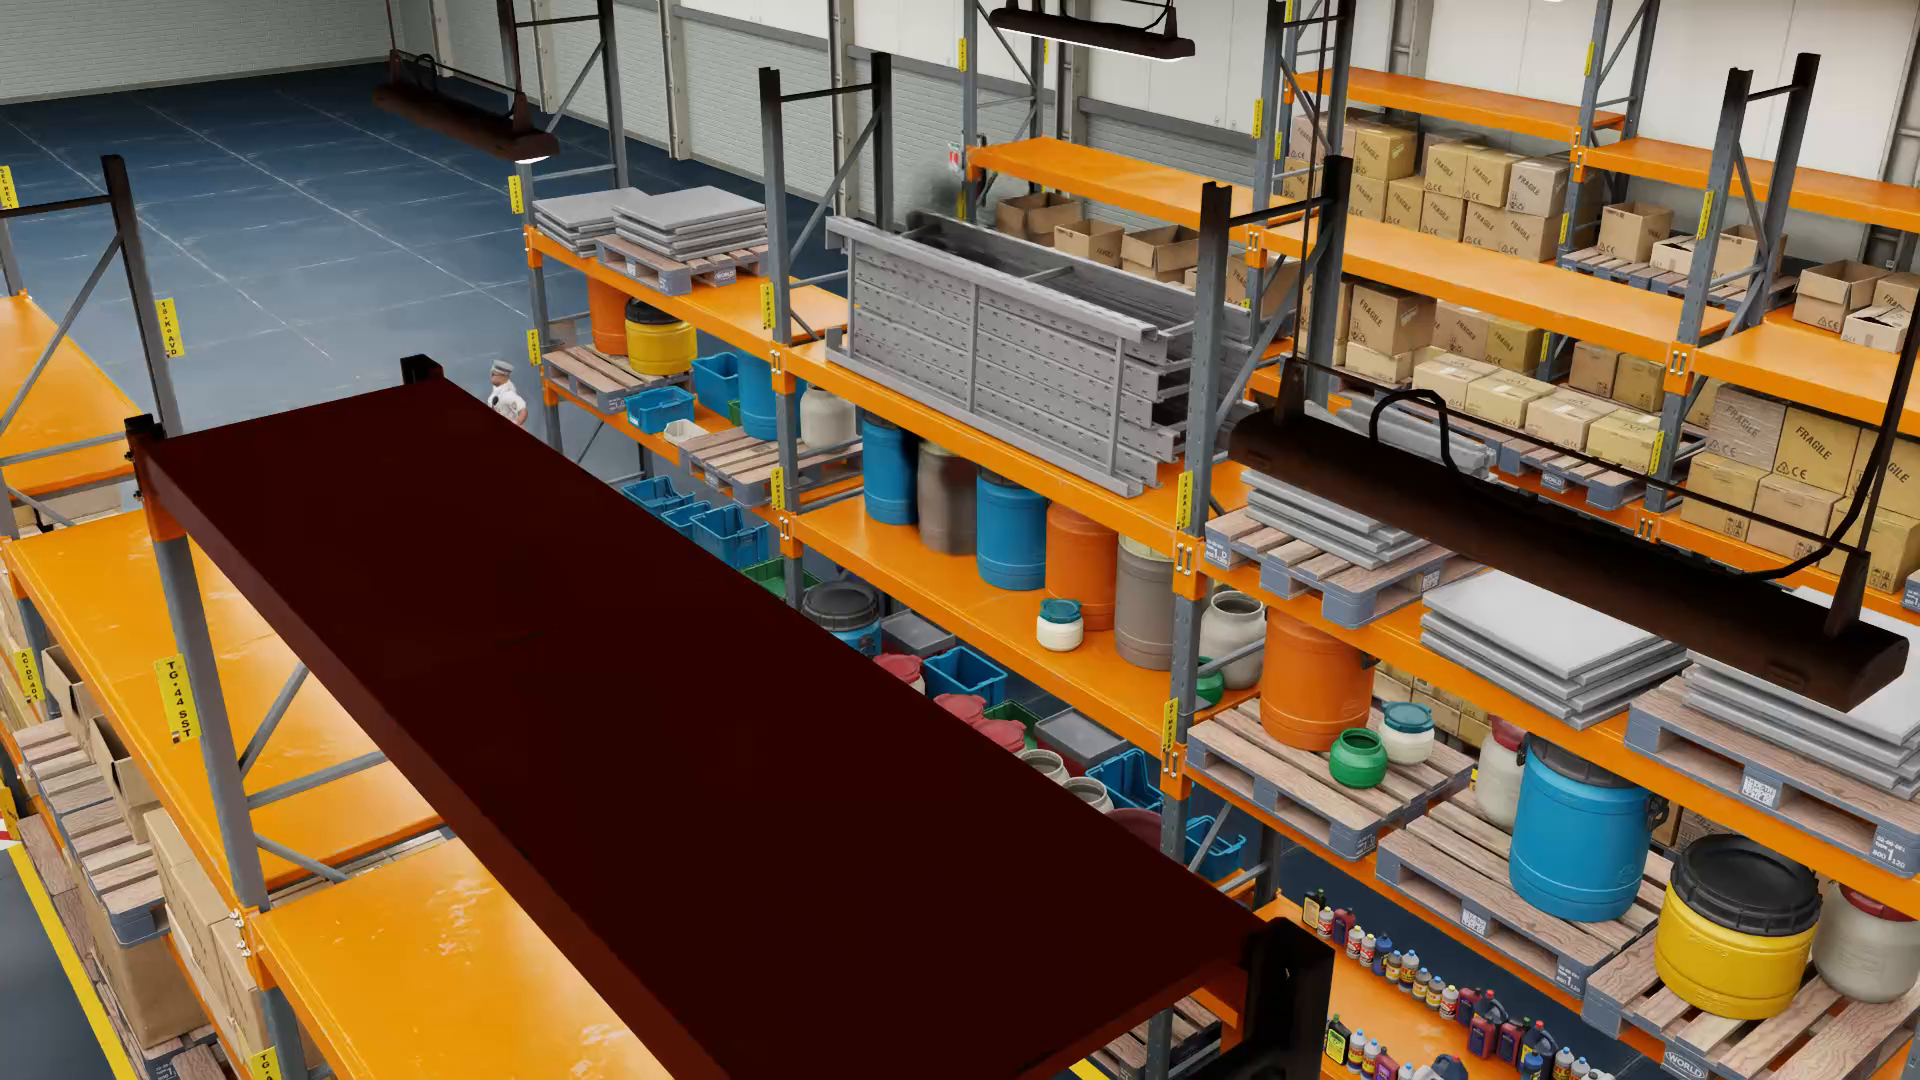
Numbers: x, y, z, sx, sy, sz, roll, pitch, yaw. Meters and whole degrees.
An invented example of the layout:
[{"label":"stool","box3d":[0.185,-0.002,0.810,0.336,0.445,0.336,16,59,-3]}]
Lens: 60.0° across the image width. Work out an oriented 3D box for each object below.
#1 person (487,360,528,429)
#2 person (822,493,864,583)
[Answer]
[{"label":"person","box3d":[-5.058,-1.187,18.700,0.919,1.765,0.673,-8,27,-15]},{"label":"person","box3d":[-1.074,0.047,16.337,0.721,1.715,0.612,23,34,39]}]
